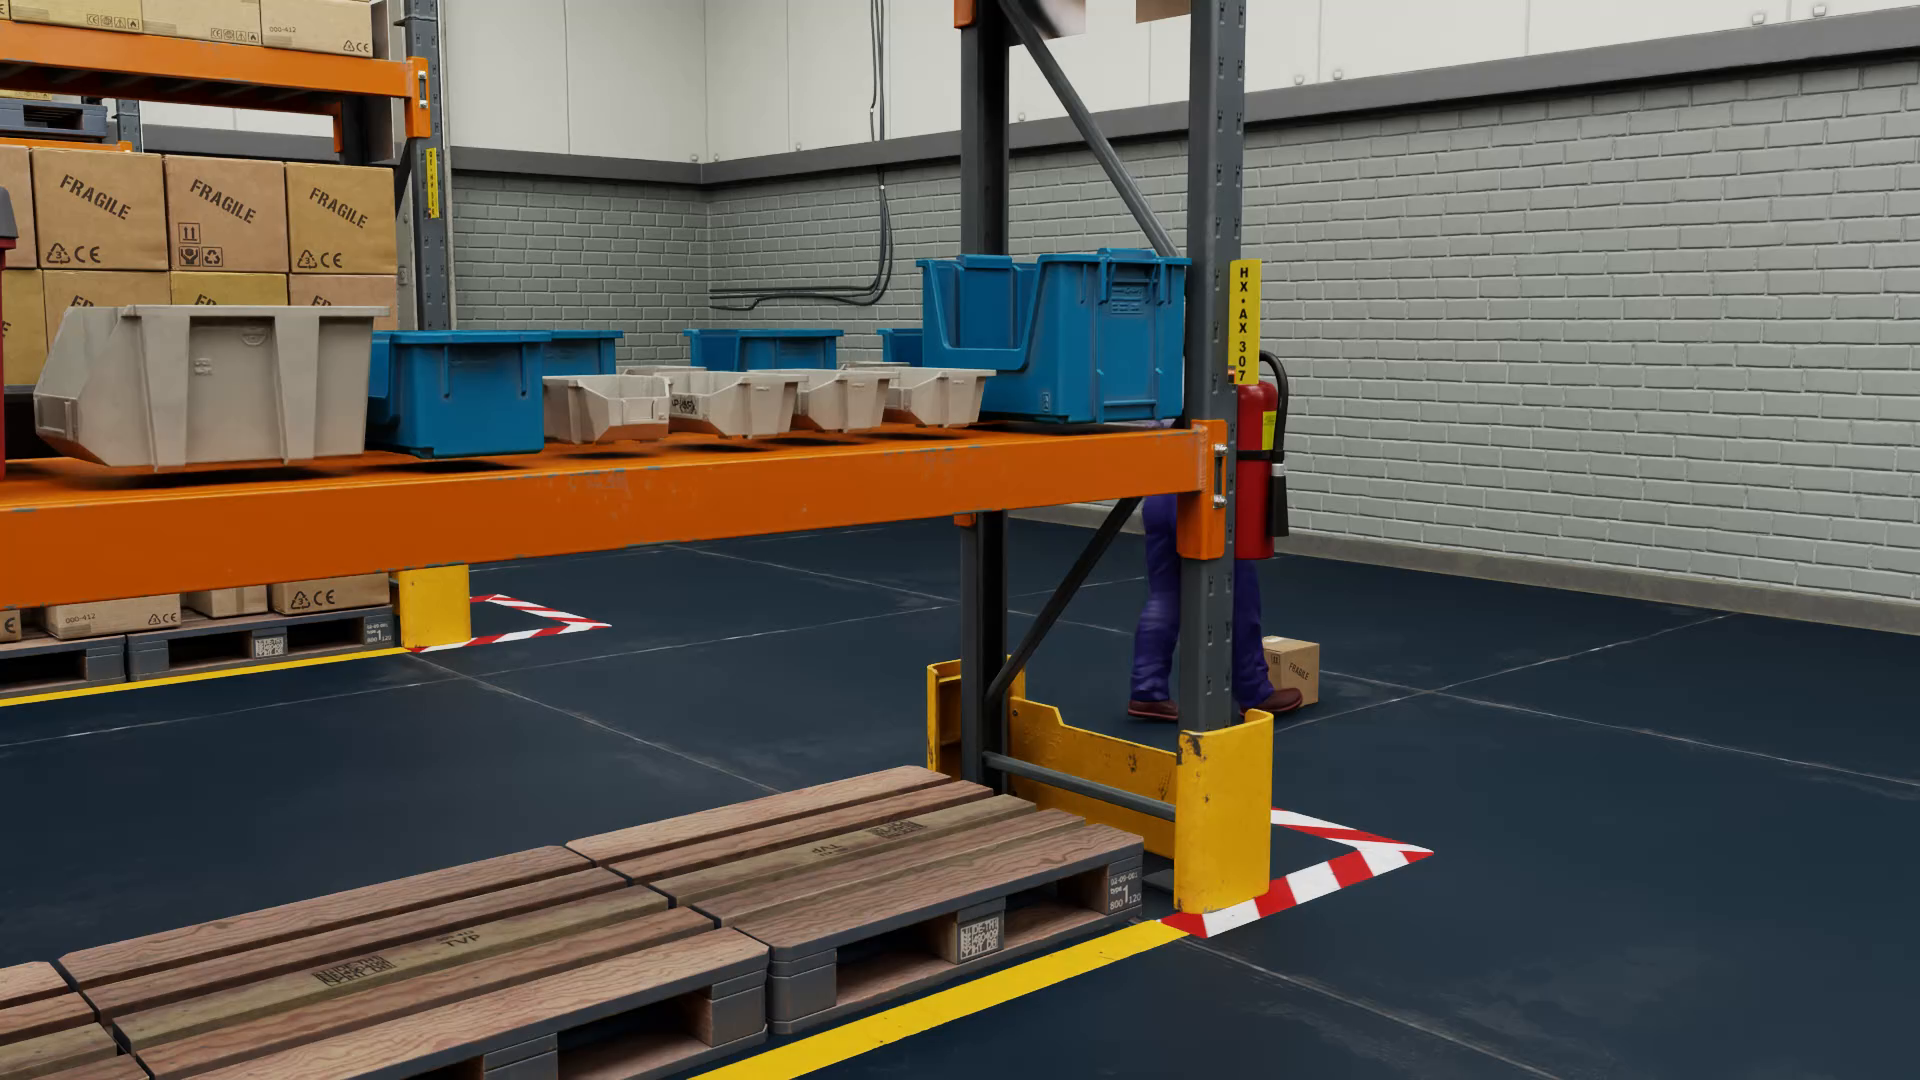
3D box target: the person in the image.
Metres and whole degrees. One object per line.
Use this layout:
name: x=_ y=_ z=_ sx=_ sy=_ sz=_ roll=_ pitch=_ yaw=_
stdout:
person: x=1.012 y=-0.102 z=6.603 sx=0.710 sy=1.630 sz=0.492 roll=-4 pitch=9 yaw=-28
